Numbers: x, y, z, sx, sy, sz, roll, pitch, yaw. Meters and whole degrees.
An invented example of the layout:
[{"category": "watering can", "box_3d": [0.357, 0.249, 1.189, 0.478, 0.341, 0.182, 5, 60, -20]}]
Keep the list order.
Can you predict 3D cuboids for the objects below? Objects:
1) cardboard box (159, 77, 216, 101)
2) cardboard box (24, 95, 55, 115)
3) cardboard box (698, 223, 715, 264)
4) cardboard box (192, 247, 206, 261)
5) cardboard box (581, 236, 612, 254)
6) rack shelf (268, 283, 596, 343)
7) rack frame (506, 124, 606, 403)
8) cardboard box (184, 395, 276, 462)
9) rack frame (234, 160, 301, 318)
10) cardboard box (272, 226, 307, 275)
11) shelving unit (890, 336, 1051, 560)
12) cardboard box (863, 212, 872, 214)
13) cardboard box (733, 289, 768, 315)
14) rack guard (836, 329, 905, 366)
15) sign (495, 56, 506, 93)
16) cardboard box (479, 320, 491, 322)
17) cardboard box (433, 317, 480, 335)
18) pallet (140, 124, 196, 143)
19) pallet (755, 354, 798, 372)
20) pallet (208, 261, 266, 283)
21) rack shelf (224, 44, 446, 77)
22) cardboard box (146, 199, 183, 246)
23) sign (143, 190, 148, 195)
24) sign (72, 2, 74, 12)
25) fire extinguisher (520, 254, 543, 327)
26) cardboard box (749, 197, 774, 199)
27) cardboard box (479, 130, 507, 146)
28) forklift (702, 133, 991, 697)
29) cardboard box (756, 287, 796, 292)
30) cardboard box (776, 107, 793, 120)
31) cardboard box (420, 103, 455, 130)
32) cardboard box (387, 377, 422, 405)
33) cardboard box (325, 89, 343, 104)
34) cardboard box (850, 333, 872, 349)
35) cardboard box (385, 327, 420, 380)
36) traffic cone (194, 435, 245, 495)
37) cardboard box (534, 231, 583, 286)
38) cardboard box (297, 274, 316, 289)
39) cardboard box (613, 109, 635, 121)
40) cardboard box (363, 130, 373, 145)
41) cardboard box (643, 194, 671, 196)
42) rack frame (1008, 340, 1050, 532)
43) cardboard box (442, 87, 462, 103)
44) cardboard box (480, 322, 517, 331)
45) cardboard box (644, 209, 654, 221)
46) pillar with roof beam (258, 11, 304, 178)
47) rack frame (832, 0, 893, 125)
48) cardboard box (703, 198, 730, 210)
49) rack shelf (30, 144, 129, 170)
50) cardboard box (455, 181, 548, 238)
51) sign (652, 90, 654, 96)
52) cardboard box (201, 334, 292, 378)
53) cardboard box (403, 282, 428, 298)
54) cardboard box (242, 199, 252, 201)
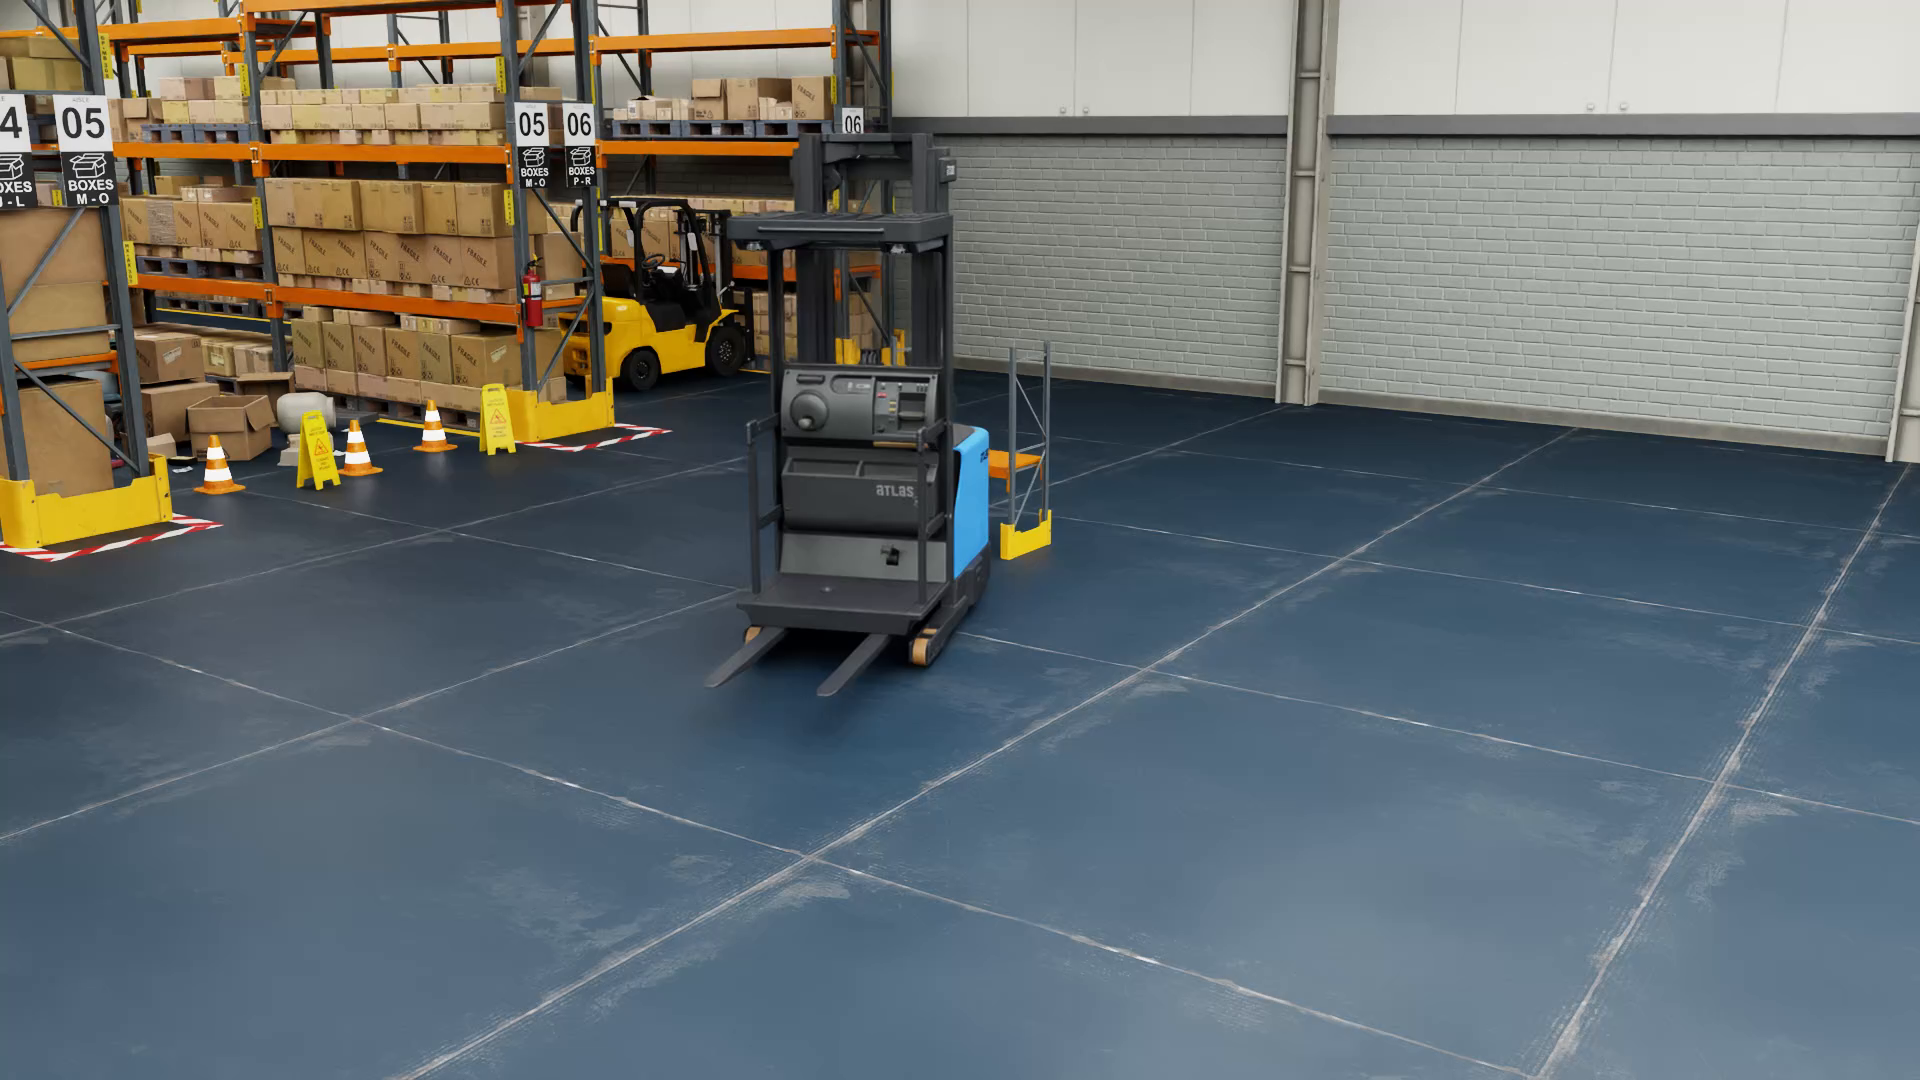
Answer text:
[{"category": "cardboard box", "box_3d": [-8.653, -5.078, 18.752, 0.500, 0.250, 0.500, 10, 17, 34]}, {"category": "cardboard box", "box_3d": [-6.707, -3.223, 12.301, 0.250, 0.149, 0.380, 9, 17, 33]}, {"category": "cardboard box", "box_3d": [-2.984, -3.785, 21.164, 0.500, 0.500, 0.500, 9, 17, 33]}, {"category": "cardboard box", "box_3d": [-8.479, -3.260, 18.897, 0.250, 0.149, 0.380, 9, 17, 33]}, {"category": "cardboard box", "box_3d": [-5.039, -3.997, 22.538, 0.500, 0.250, 0.500, 10, 17, 34]}, {"category": "rack shelf", "box_3d": [-5.582, -2.447, 17.461, 4.000, 0.370, 1.077, 9, 17, 33]}, {"category": "rack frame", "box_3d": [-3.923, -2.528, 16.291, 0.127, 3.000, 1.000, 9, 17, 33]}, {"category": "cardboard box", "box_3d": [-6.793, -1.047, 15.503, 0.637, 0.503, 0.797, -1, 14, -6]}, {"category": "rack frame", "box_3d": [-11.113, -5.127, 26.792, 0.127, 3.000, 1.000, 9, 17, 33]}, {"category": "cardboard box", "box_3d": [-7.032, -3.142, 17.947, 0.500, 0.500, 0.500, 9, 17, 33]}, {"category": "shelving unit", "box_3d": [0.063, -0.718, 12.102, 1.083, 1.500, 0.587, 9, 17, 33]}, {"category": "cardboard box", "box_3d": [-1.292, -3.978, 20.594, 0.250, 0.149, 0.380, 9, 16, 31]}, {"category": "cardboard box", "box_3d": [-2.563, -3.005, 20.986, 0.500, 0.250, 0.500, 9, 17, 34]}, {"category": "rack guard", "box_3d": [-1.136, -2.301, 20.579, 0.348, 0.500, 1.175, 9, 17, 33]}, {"category": "sign", "box_3d": [-4.249, -4.305, 15.388, 0.005, 0.325, 0.100, 9, 17, 33]}, {"category": "cardboard box", "box_3d": [-6.737, -3.469, 24.163, 0.625, 0.625, 0.875, 10, 17, 35]}, {"category": "cardboard box", "box_3d": [-5.075, -2.167, 16.772, 0.250, 0.149, 0.380, 10, 17, 34]}, {"category": "pallet", "box_3d": [-8.557, -4.671, 19.100, 1.003, 0.211, 1.213, 9, 17, 33]}, {"category": "pallet", "box_3d": [-1.814, -2.258, 21.007, 1.213, 0.211, 1.003, 9, 17, 33]}, {"category": "pallet", "box_3d": [-7.795, -3.102, 19.012, 1.213, 0.211, 1.003, 9, 17, 33]}, {"category": "rack shelf", "box_3d": [-9.453, -7.228, 25.122, 4.000, 0.370, 1.077, 9, 17, 33]}, {"category": "cardboard box", "box_3d": [-9.025, -3.684, 19.261, 0.500, 0.500, 0.500, 8, 16, 31]}, {"category": "sign", "box_3d": [-10.266, -4.233, 20.938, 0.005, 0.325, 0.100, 9, 17, 33]}, {"category": "sign", "box_3d": [-14.735, -8.959, 27.680, 0.005, 0.325, 0.100, 9, 17, 33]}, {"category": "fire extinguisher", "box_3d": [-4.085, -2.383, 15.867, 0.183, 0.674, 0.296, 9, 17, 33]}, {"category": "cardboard box", "box_3d": [-2.583, -4.326, 21.380, 0.250, 0.149, 0.380, 9, 17, 33]}, {"category": "cardboard box", "box_3d": [-4.375, -3.854, 15.929, 0.250, 0.149, 0.380, 9, 17, 33]}, {"category": "forklift", "box_3d": [-0.633, -0.803, 9.467, 1.130, 2.935, 3.031, 3, 14, 13]}, {"category": "cardboard box", "box_3d": [-2.274, -3.110, 21.411, 0.500, 0.250, 0.500, 9, 17, 32]}, {"category": "cardboard box", "box_3d": [-2.013, -5.155, 20.103, 0.250, 0.149, 0.380, 9, 16, 31]}, {"category": "cardboard box", "box_3d": [-4.907, -4.140, 16.258, 0.500, 0.250, 0.500, 9, 16, 32]}, {"category": "cardboard box", "box_3d": [-5.606, -1.592, 17.358, 0.500, 0.250, 0.500, 8, 16, 31]}, {"category": "cardboard box", "box_3d": [-6.279, -4.548, 17.073, 0.250, 0.149, 0.380, 9, 16, 31]}, {"category": "cardboard box", "box_3d": [-1.454, -2.492, 20.995, 0.500, 0.250, 0.500, 9, 17, 33]}, {"category": "cardboard box", "box_3d": [-5.583, -1.954, 17.264, 0.500, 0.500, 0.500, 9, 16, 32]}, {"category": "traffic cone", "box_3d": [-6.250, -0.650, 13.986, 0.334, 0.463, 0.336, 9, 17, 33]}, {"category": "cardboard box", "box_3d": [-4.161, -2.839, 16.723, 0.500, 0.500, 0.500, 9, 16, 32]}, {"category": "cardboard box", "box_3d": [-6.921, -2.812, 17.964, 0.250, 0.149, 0.380, 10, 17, 34]}, {"category": "cardboard box", "box_3d": [-4.272, -5.520, 21.578, 0.250, 0.149, 0.380, 10, 17, 34]}, {"category": "cardboard box", "box_3d": [-5.839, -4.100, 16.924, 0.250, 0.149, 0.380, 9, 17, 33]}, {"category": "cardboard box", "box_3d": [-4.041, -4.579, 22.403, 0.250, 0.149, 0.380, 9, 17, 33]}, {"category": "rack frame", "box_3d": [0.493, -0.648, 11.821, 0.032, 1.500, 0.500, 9, 17, 33]}, {"category": "cardboard box", "box_3d": [-4.783, -4.308, 16.105, 0.250, 0.149, 0.380, 9, 16, 32]}, {"category": "cardboard box", "box_3d": [-4.894, -1.996, 17.433, 0.500, 0.500, 0.500, 8, 16, 31]}, {"category": "cardboard box", "box_3d": [-3.909, -4.259, 21.726, 0.250, 0.149, 0.380, 9, 17, 33]}, {"category": "pillar with roof beam", "box_3d": [-13.590, -7.454, 23.707, 0.400, 9.000, 9.100, 9, 17, 33]}, {"category": "rack frame", "box_3d": [-1.156, -6.430, 19.570, 0.127, 3.000, 1.000, 9, 17, 33]}, {"category": "cardboard box", "box_3d": [-3.046, -4.273, 21.166, 0.250, 0.149, 0.380, 9, 17, 33]}, {"category": "rack shelf", "box_3d": [-12.220, -4.975, 21.435, 4.000, 0.370, 1.077, 9, 17, 33]}, {"category": "cardboard box", "box_3d": [-4.468, -3.231, 16.224, 0.500, 0.500, 0.700, 9, 16, 31]}, {"category": "sign", "box_3d": [-4.166, -5.910, 22.474, 0.005, 0.325, 0.100, 9, 17, 33]}, {"category": "cardboard box", "box_3d": [-8.277, -2.158, 19.392, 0.625, 0.372, 0.950, 10, 17, 36]}, {"category": "cardboard box", "box_3d": [-5.453, -2.571, 16.988, 0.250, 0.149, 0.380, 9, 17, 32]}, {"category": "cardboard box", "box_3d": [-8.289, -3.717, 19.395, 0.500, 0.500, 0.500, 9, 17, 32]}]
